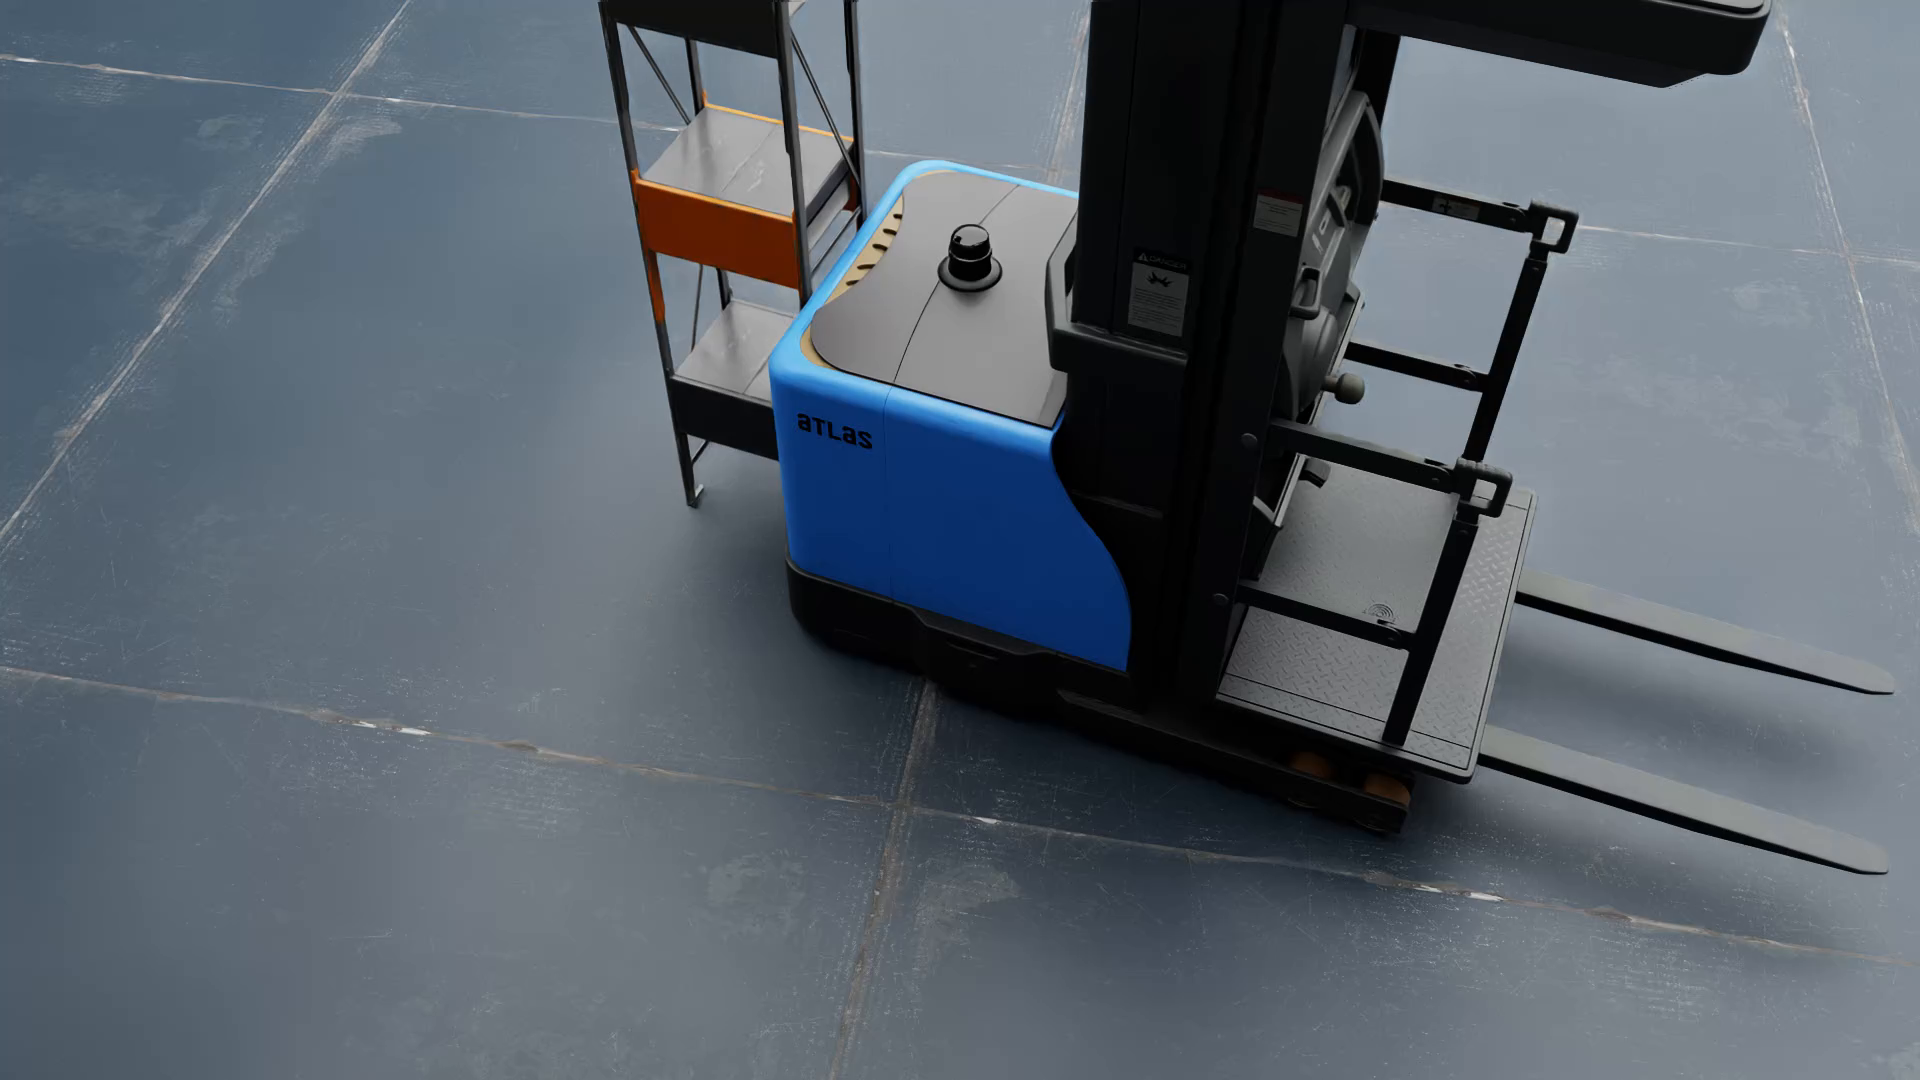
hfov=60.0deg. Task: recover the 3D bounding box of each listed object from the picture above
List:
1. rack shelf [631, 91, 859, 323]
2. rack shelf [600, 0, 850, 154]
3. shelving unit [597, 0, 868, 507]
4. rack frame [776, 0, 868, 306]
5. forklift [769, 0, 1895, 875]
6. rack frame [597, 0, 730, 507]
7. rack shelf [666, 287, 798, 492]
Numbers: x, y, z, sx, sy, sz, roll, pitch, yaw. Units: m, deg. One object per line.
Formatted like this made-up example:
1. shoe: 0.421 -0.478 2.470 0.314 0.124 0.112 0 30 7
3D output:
1. rack shelf: -0.570 -0.872 4.640 0.480 0.518 0.431 17 50 14
2. rack shelf: -0.570 -1.340 4.119 0.480 0.518 0.431 17 50 14
3. shelving unit: -0.570 -0.881 4.630 0.503 2.100 0.431 17 50 14
4. rack frame: -0.343 -0.813 4.569 0.015 2.100 0.400 17 50 14
5. forklift: 1.061 -0.639 3.854 3.031 2.935 1.130 17 50 14
6. rack frame: -0.796 -0.949 4.691 0.015 2.100 0.400 17 50 14
7. rack shelf: -0.570 -0.404 5.161 0.480 0.518 0.431 17 50 14
